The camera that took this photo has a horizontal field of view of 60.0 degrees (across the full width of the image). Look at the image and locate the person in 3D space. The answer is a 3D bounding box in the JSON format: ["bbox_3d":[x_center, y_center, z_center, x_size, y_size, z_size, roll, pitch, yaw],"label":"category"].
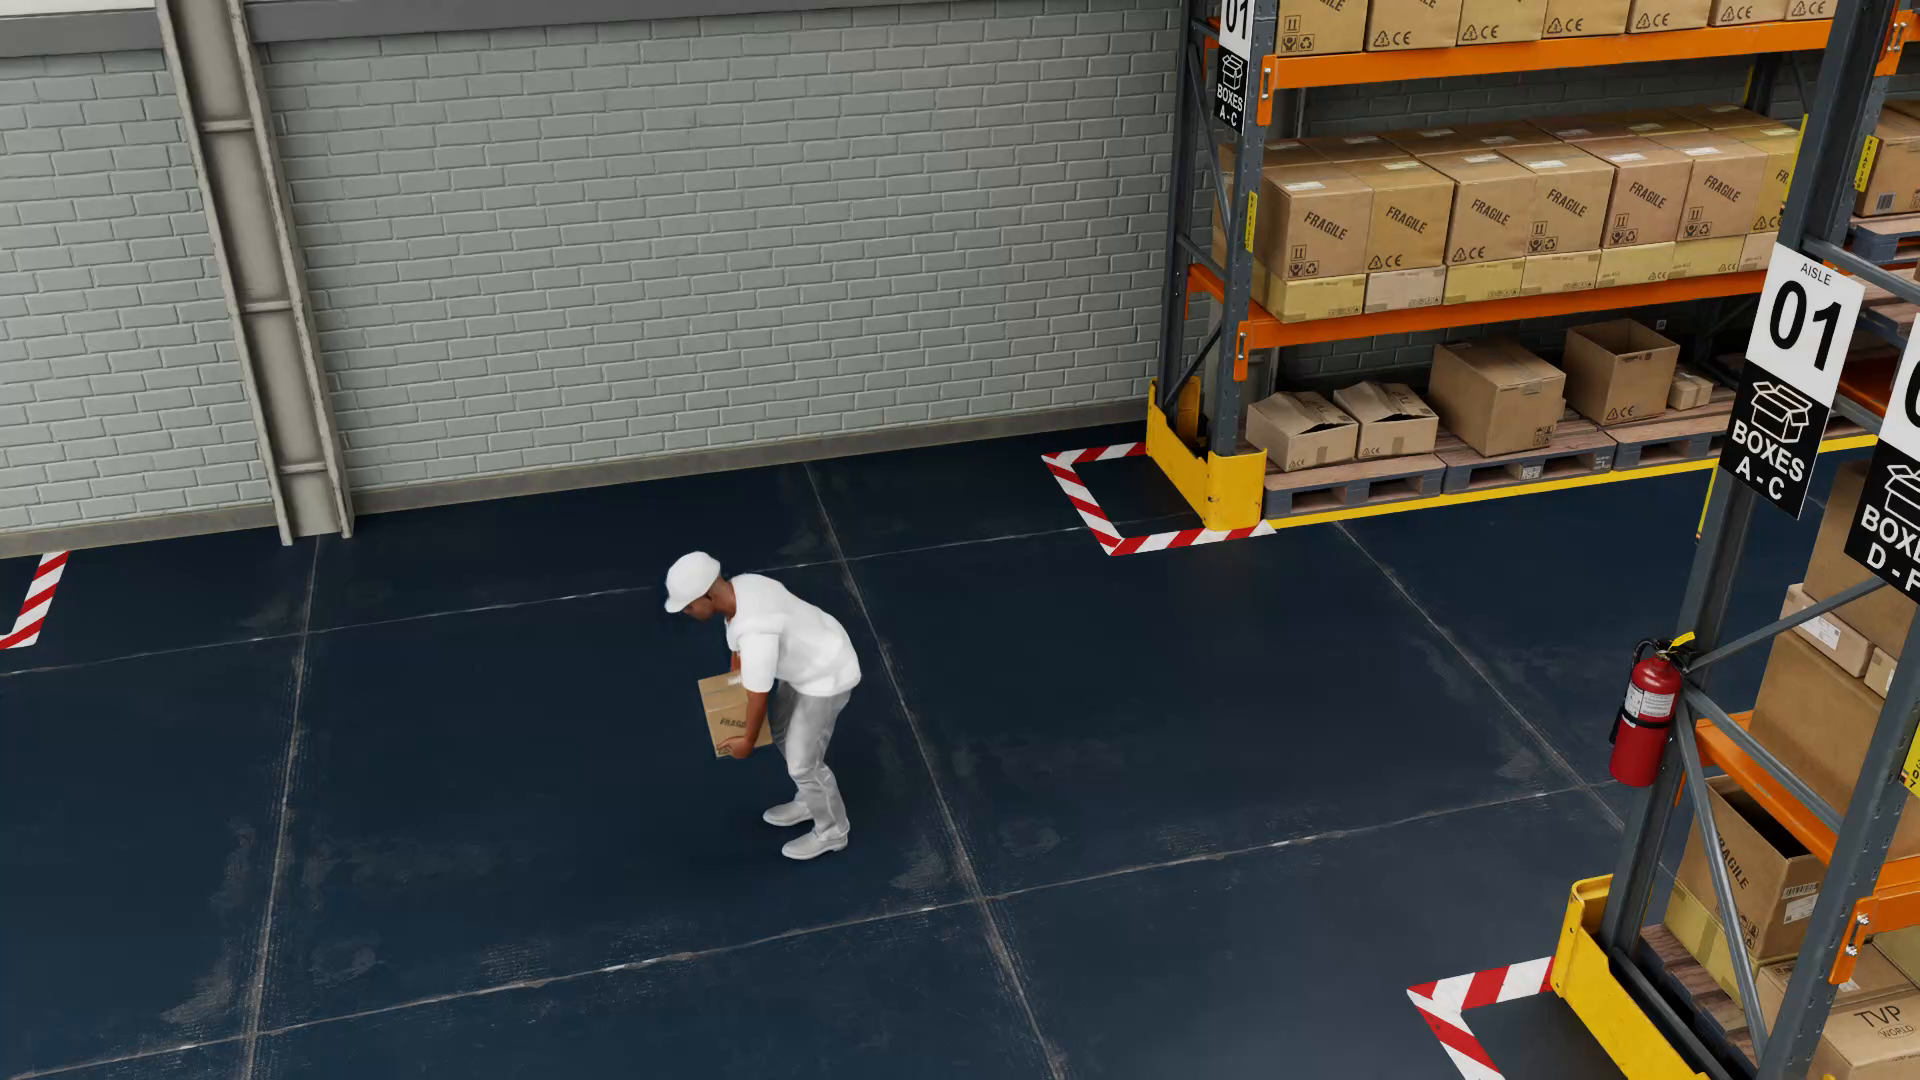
[{"bbox_3d":[-0.832,0.695,7.226,0.799,1.554,0.477,-8,31,-14],"label":"person"}]
